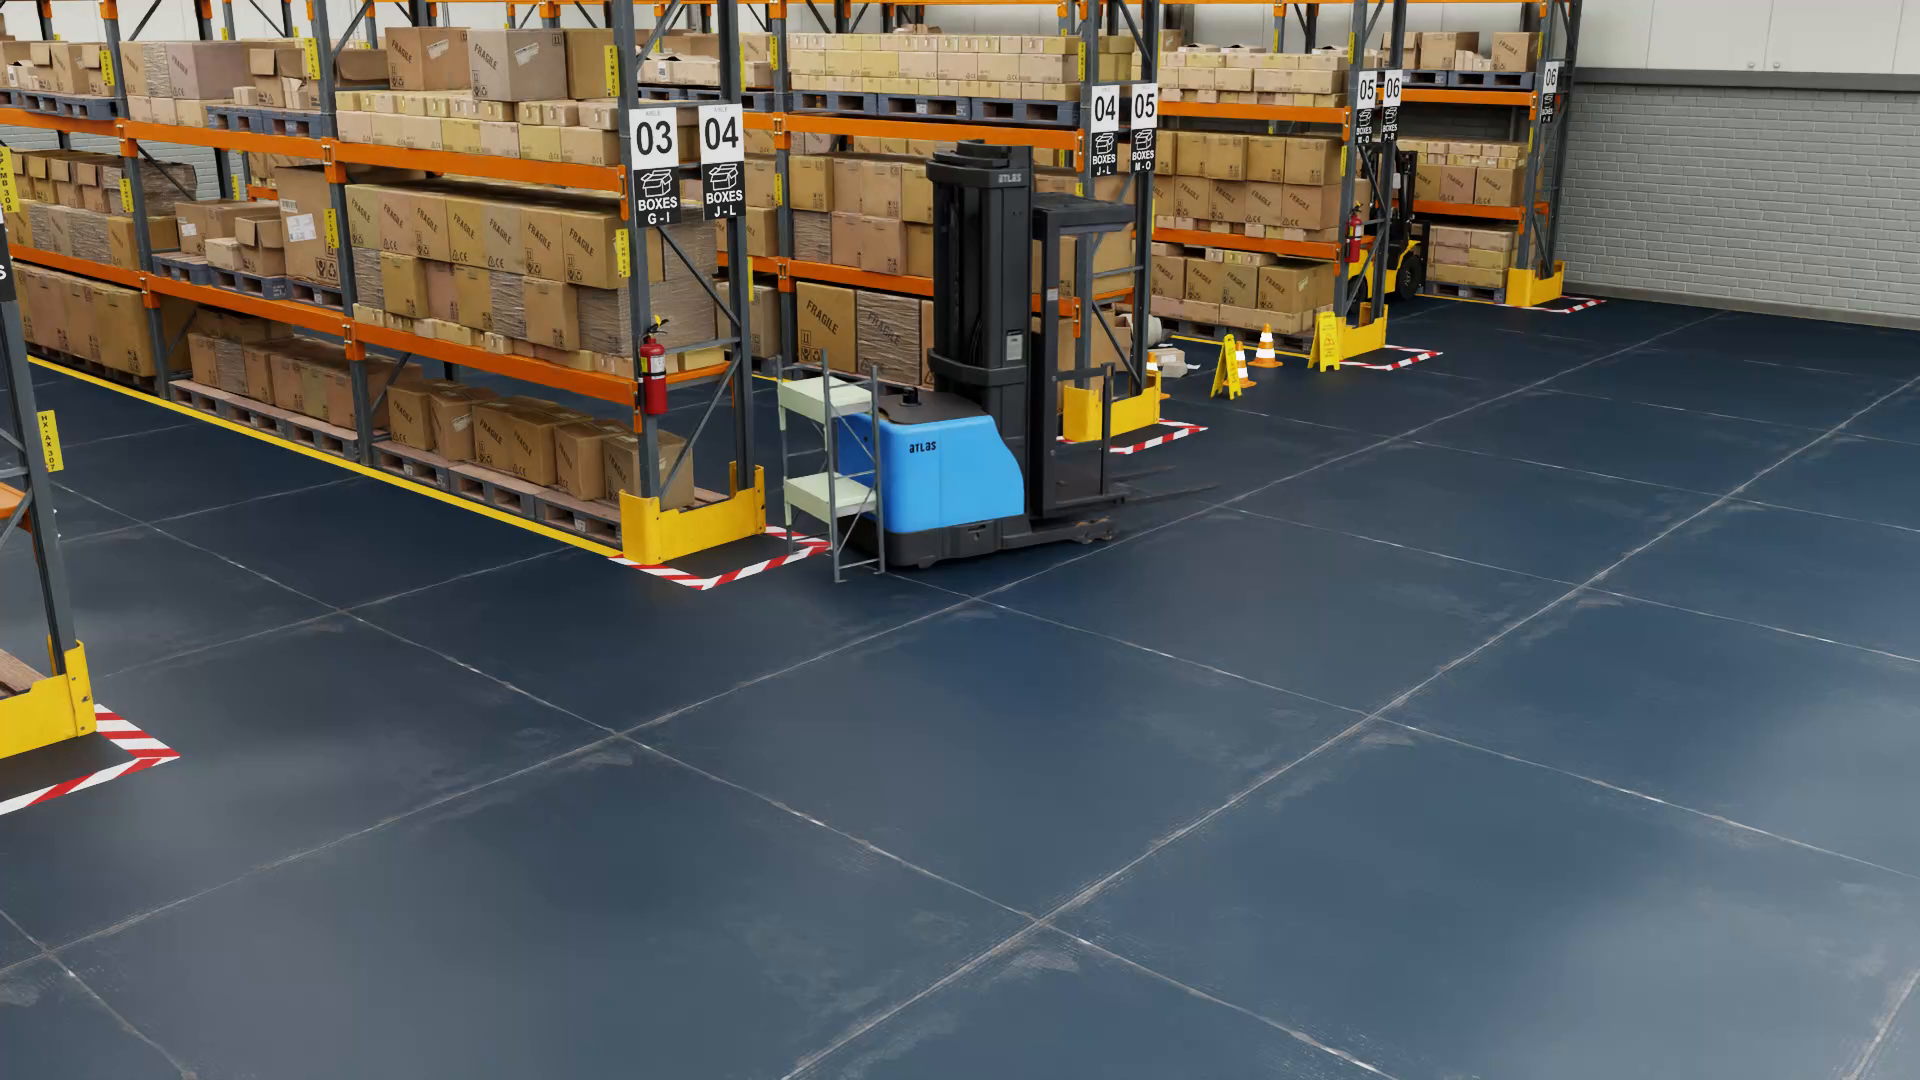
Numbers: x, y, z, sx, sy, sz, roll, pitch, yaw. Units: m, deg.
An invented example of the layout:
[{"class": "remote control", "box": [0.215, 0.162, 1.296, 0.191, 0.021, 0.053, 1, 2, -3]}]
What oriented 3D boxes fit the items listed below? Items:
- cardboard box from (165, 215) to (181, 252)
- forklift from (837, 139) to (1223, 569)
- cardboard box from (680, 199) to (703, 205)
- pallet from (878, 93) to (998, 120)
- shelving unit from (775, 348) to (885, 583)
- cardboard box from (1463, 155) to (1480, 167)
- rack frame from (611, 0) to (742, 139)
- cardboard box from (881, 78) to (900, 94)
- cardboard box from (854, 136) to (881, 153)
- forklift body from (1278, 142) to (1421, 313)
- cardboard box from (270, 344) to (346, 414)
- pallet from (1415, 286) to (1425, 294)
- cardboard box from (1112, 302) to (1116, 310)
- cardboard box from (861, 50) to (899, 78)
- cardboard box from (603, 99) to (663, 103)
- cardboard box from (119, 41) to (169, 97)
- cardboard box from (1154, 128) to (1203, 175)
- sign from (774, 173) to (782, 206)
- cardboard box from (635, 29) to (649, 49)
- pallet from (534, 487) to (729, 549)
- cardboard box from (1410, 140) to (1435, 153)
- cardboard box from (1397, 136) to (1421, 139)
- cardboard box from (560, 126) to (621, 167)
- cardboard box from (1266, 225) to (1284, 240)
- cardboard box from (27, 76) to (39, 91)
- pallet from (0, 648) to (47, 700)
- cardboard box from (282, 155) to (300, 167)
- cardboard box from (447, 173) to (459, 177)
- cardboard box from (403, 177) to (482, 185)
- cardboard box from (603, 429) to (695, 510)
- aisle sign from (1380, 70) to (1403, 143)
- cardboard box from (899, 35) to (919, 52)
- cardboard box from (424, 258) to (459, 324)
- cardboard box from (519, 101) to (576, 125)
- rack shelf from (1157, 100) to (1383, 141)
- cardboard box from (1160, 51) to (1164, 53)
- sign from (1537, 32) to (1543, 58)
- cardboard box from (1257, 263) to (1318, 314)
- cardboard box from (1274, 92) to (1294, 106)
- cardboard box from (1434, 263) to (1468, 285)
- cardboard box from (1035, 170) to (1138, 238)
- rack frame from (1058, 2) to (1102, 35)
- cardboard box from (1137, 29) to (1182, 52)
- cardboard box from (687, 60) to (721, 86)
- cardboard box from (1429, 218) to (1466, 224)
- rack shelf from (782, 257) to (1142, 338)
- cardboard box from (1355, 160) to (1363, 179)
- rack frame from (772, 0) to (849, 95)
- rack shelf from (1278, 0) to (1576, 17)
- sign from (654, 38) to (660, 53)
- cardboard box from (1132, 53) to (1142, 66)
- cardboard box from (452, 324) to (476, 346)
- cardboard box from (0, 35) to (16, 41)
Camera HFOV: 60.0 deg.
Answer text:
[{"class": "cardboard box", "box": [-8.096, -3.202, 17.578, 0.500, 0.500, 0.500, 16, 24, 41]}, {"class": "forklift", "box": [0.617, -1.494, 12.473, 3.031, 2.935, 1.130, -10, 20, -27]}, {"class": "cardboard box", "box": [-2.877, -3.589, 18.797, 0.500, 0.500, 0.500, 15, 23, 40]}, {"class": "pallet", "box": [-0.041, -4.270, 16.296, 1.213, 0.211, 1.003, 15, 23, 39]}, {"class": "shelving unit", "box": [-0.922, -0.541, 11.814, 0.431, 1.500, 0.755, -12, 21, -30]}, {"class": "cardboard box", "box": [7.130, -5.229, 22.891, 0.250, 0.149, 0.380, 16, 23, 40]}, {"class": "rack frame", "box": [-1.930, -4.249, 11.123, 0.127, 3.000, 1.000, 15, 23, 39]}, {"class": "cardboard box", "box": [-0.553, -4.447, 16.262, 0.250, 0.149, 0.380, 15, 23, 39]}, {"class": "cardboard box", "box": [-1.153, -5.485, 23.583, 0.500, 0.500, 0.500, 14, 22, 38]}, {"class": "forklift body", "box": [5.311, -4.319, 22.664, 1.214, 2.155, 2.313, 15, 23, 39]}, {"class": "cardboard box", "box": [-6.130, -1.551, 15.946, 0.500, 0.500, 0.700, 13, 22, 35]}, {"class": "pallet", "box": [6.432, -3.815, 24.284, 1.213, 0.211, 1.003, 15, 23, 39]}, {"class": "cardboard box", "box": [1.918, -3.145, 21.413, 0.500, 0.250, 0.500, 14, 22, 37]}, {"class": "cardboard box", "box": [-0.618, -4.679, 16.333, 0.500, 0.250, 0.500, 15, 23, 39]}, {"class": "cardboard box", "box": [-2.383, -3.142, 12.183, 0.250, 0.149, 0.380, 15, 23, 38]}, {"class": "cardboard box", "box": [-7.733, -4.559, 16.067, 0.500, 0.500, 0.500, 15, 23, 40]}, {"class": "cardboard box", "box": [2.567, -4.749, 20.306, 0.500, 0.500, 0.700, 14, 23, 38]}, {"class": "sign", "box": [-1.907, -3.684, 17.477, 0.005, 0.325, 0.100, 15, 23, 39]}, {"class": "cardboard box", "box": [-5.357, -8.031, 26.970, 0.797, 0.503, 0.637, -16, 24, -41]}, {"class": "pallet", "box": [-2.571, -0.247, 13.040, 1.213, 0.211, 1.003, 15, 23, 39]}, {"class": "cardboard box", "box": [6.511, -5.512, 23.291, 0.250, 0.149, 0.380, 16, 23, 40]}, {"class": "cardboard box", "box": [6.493, -5.739, 24.007, 0.250, 0.149, 0.380, 16, 24, 41]}, {"class": "cardboard box", "box": [-2.459, -2.787, 11.723, 0.500, 0.250, 0.500, 16, 23, 40]}, {"class": "cardboard box", "box": [3.786, -3.620, 19.476, 0.250, 0.149, 0.380, 15, 23, 38]}, {"class": "cardboard box", "box": [-9.891, -4.976, 18.094, 0.250, 0.149, 0.380, 14, 22, 37]}, {"class": "pallet", "box": [-5.910, 0.891, 9.454, 1.213, 0.211, 1.003, 15, 23, 39]}, {"class": "cardboard box", "box": [-9.601, -5.538, 24.445, 0.500, 0.500, 0.500, 15, 23, 40]}, {"class": "cardboard box", "box": [-6.376, -4.769, 21.417, 0.250, 0.149, 0.380, 16, 24, 41]}, {"class": "cardboard box", "box": [-4.402, -2.830, 14.261, 0.500, 0.500, 0.500, 15, 23, 39]}, {"class": "cardboard box", "box": [-2.386, -0.527, 12.752, 0.500, 0.500, 0.500, -13, 22, -36]}, {"class": "aisle sign", "box": [4.900, -4.928, 18.884, 0.004, 0.787, 0.394, 15, 23, 39]}, {"class": "cardboard box", "box": [-0.369, -4.777, 15.983, 0.250, 0.149, 0.380, 15, 23, 39]}, {"class": "cardboard box", "box": [-3.835, -2.092, 13.586, 0.500, 0.500, 0.875, 15, 23, 39]}, {"class": "cardboard box", "box": [-2.942, -3.077, 11.978, 0.250, 0.149, 0.380, 15, 23, 40]}, {"class": "rack shelf", "box": [3.152, -5.120, 20.016, 4.000, 0.370, 1.077, 15, 23, 39]}, {"class": "cardboard box", "box": [2.419, -6.003, 20.707, 0.250, 0.149, 0.380, 16, 23, 41]}, {"class": "sign", "box": [7.569, -6.449, 21.683, 0.005, 0.325, 0.100, 15, 23, 39]}, {"class": "cardboard box", "box": [3.876, -2.980, 19.655, 0.500, 0.500, 0.500, 15, 23, 40]}, {"class": "cardboard box", "box": [3.811, -5.053, 19.033, 0.250, 0.149, 0.380, 16, 24, 41]}, {"class": "cardboard box", "box": [7.013, -3.770, 23.382, 0.500, 0.250, 0.500, 15, 23, 39]}, {"class": "cardboard box", "box": [1.186, -3.161, 15.579, 0.550, 0.550, 0.875, 15, 23, 39]}, {"class": "rack frame", "box": [1.956, -9.221, 26.790, 0.127, 3.000, 1.000, 15, 23, 39]}, {"class": "cardboard box", "box": [3.098, -7.682, 25.874, 0.500, 0.500, 0.500, 16, 23, 41]}, {"class": "cardboard box", "box": [-2.623, -5.099, 18.148, 0.500, 0.250, 0.500, 15, 23, 39]}, {"class": "cardboard box", "box": [6.963, -4.463, 23.914, 0.500, 0.250, 0.500, 15, 23, 39]}, {"class": "rack shelf", "box": [-0.058, -2.550, 16.877, 4.000, 0.370, 1.077, 15, 23, 39]}, {"class": "cardboard box", "box": [5.887, -5.256, 24.048, 0.500, 0.500, 0.500, 15, 23, 39]}, {"class": "rack frame", "box": [-1.554, -6.154, 17.126, 0.127, 3.000, 1.000, 15, 23, 39]}, {"class": "rack shelf", "box": [6.444, -7.483, 23.164, 4.000, 0.370, 1.077, 15, 23, 39]}, {"class": "sign", "box": [-4.694, -7.629, 25.747, 0.005, 0.325, 0.100, 15, 23, 39]}, {"class": "cardboard box", "box": [2.259, -5.828, 20.155, 0.250, 0.149, 0.380, 15, 23, 39]}, {"class": "cardboard box", "box": [-3.830, -1.663, 13.309, 0.250, 0.149, 0.380, 15, 23, 39]}, {"class": "cardboard box", "box": [-11.530, -5.667, 19.527, 0.500, 0.500, 0.700, 13, 22, 36]}]
